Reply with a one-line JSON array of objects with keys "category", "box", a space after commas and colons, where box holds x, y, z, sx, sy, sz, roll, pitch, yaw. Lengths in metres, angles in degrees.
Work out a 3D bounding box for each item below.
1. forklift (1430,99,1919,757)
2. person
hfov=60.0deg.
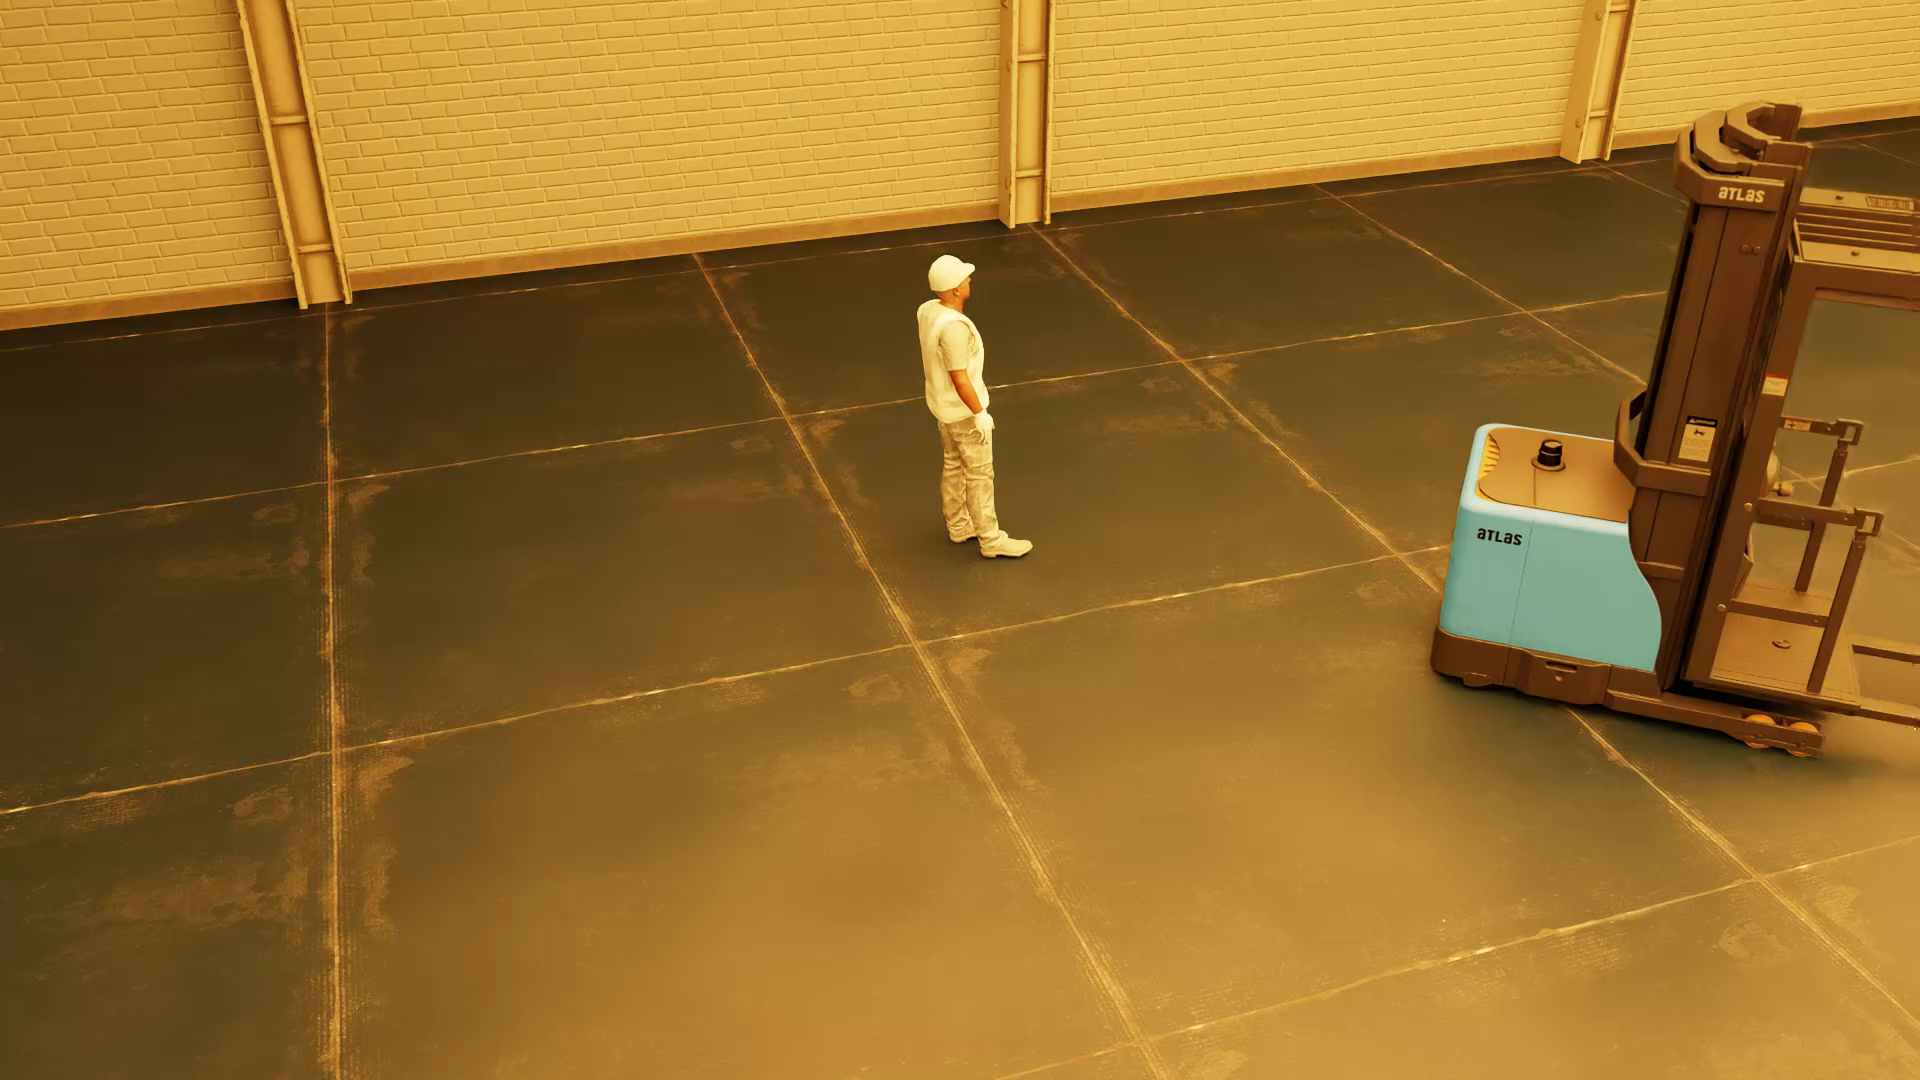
[{"category": "forklift", "box": [4.046, -0.505, 7.965, 3.031, 2.935, 1.130, 10, 32, 18]}, {"category": "person", "box": [0.071, -0.787, 9.592, 0.574, 1.784, 0.656, -10, 31, -16]}]
